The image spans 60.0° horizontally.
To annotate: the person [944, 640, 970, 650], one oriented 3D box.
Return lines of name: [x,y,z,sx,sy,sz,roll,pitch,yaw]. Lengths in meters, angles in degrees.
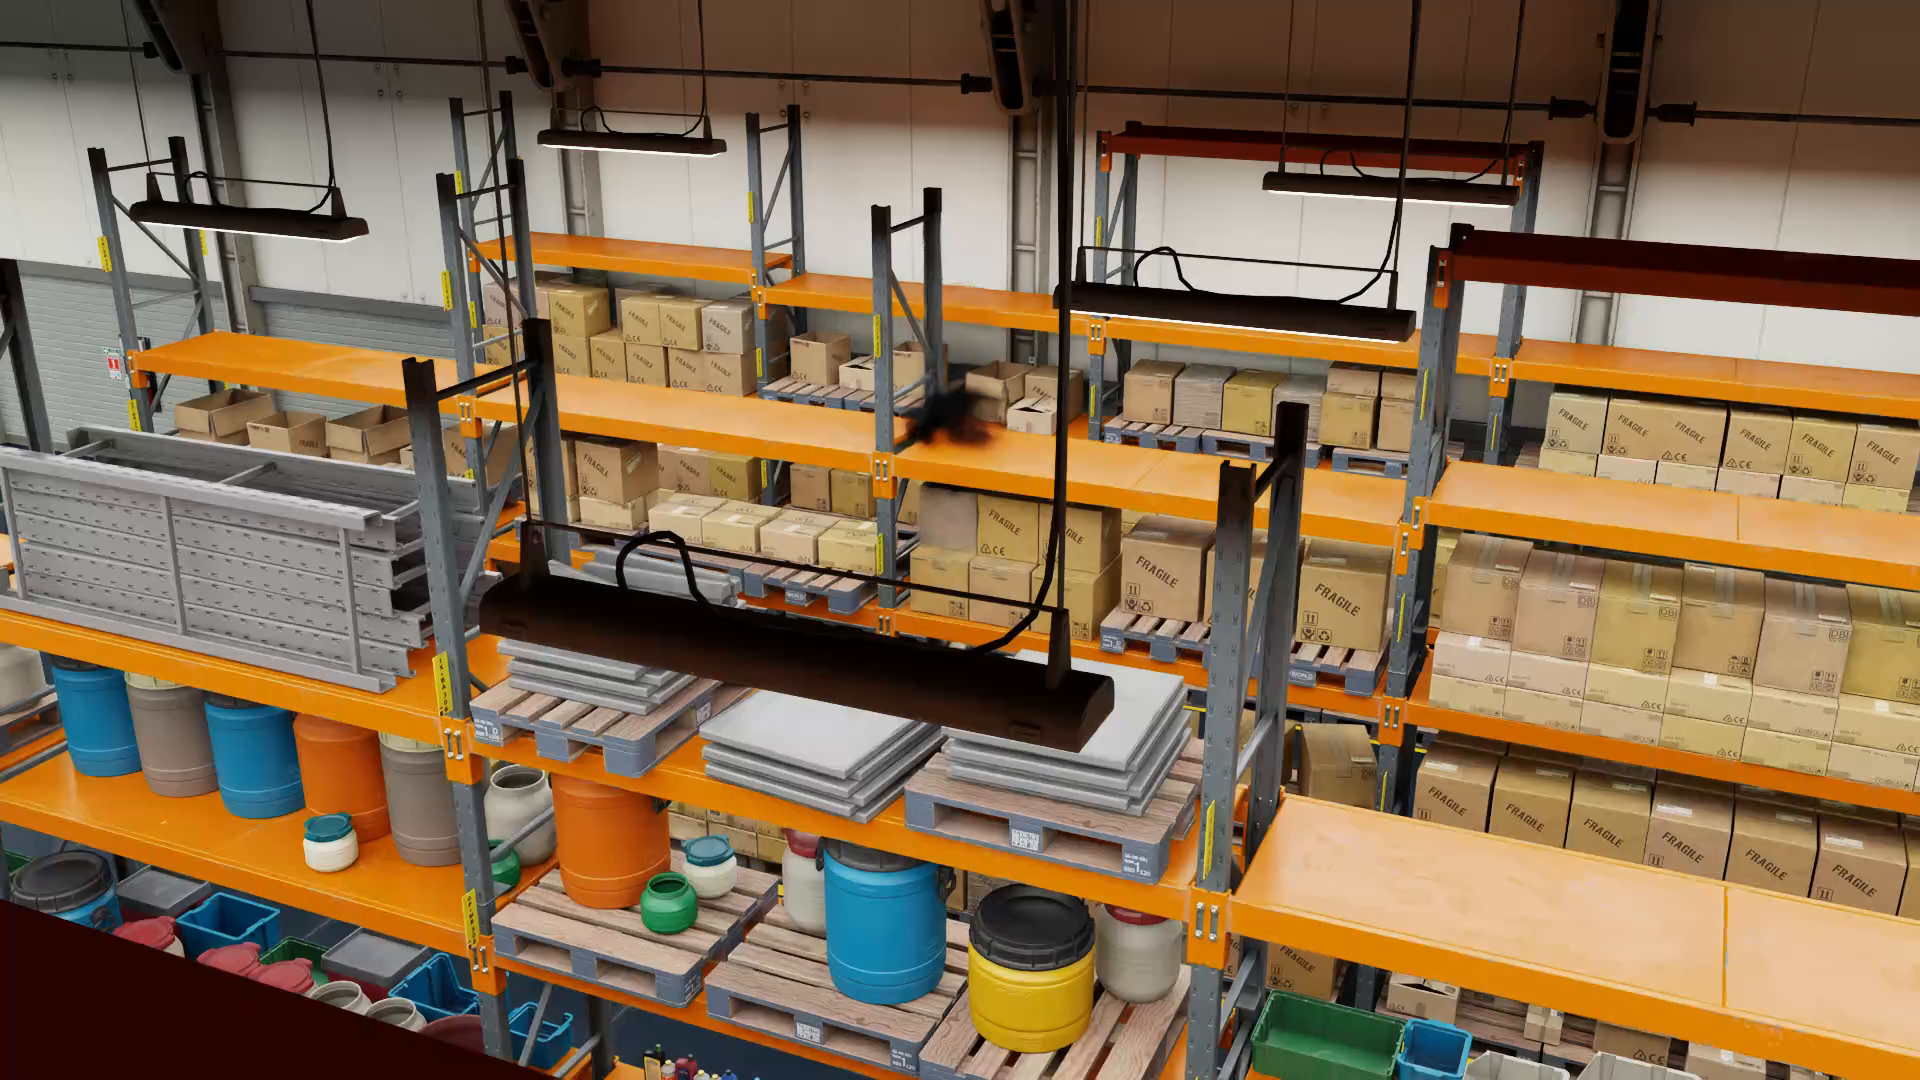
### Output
person: [-0.096,1.066,16.538,0.806,1.821,0.676,6,21,16]
